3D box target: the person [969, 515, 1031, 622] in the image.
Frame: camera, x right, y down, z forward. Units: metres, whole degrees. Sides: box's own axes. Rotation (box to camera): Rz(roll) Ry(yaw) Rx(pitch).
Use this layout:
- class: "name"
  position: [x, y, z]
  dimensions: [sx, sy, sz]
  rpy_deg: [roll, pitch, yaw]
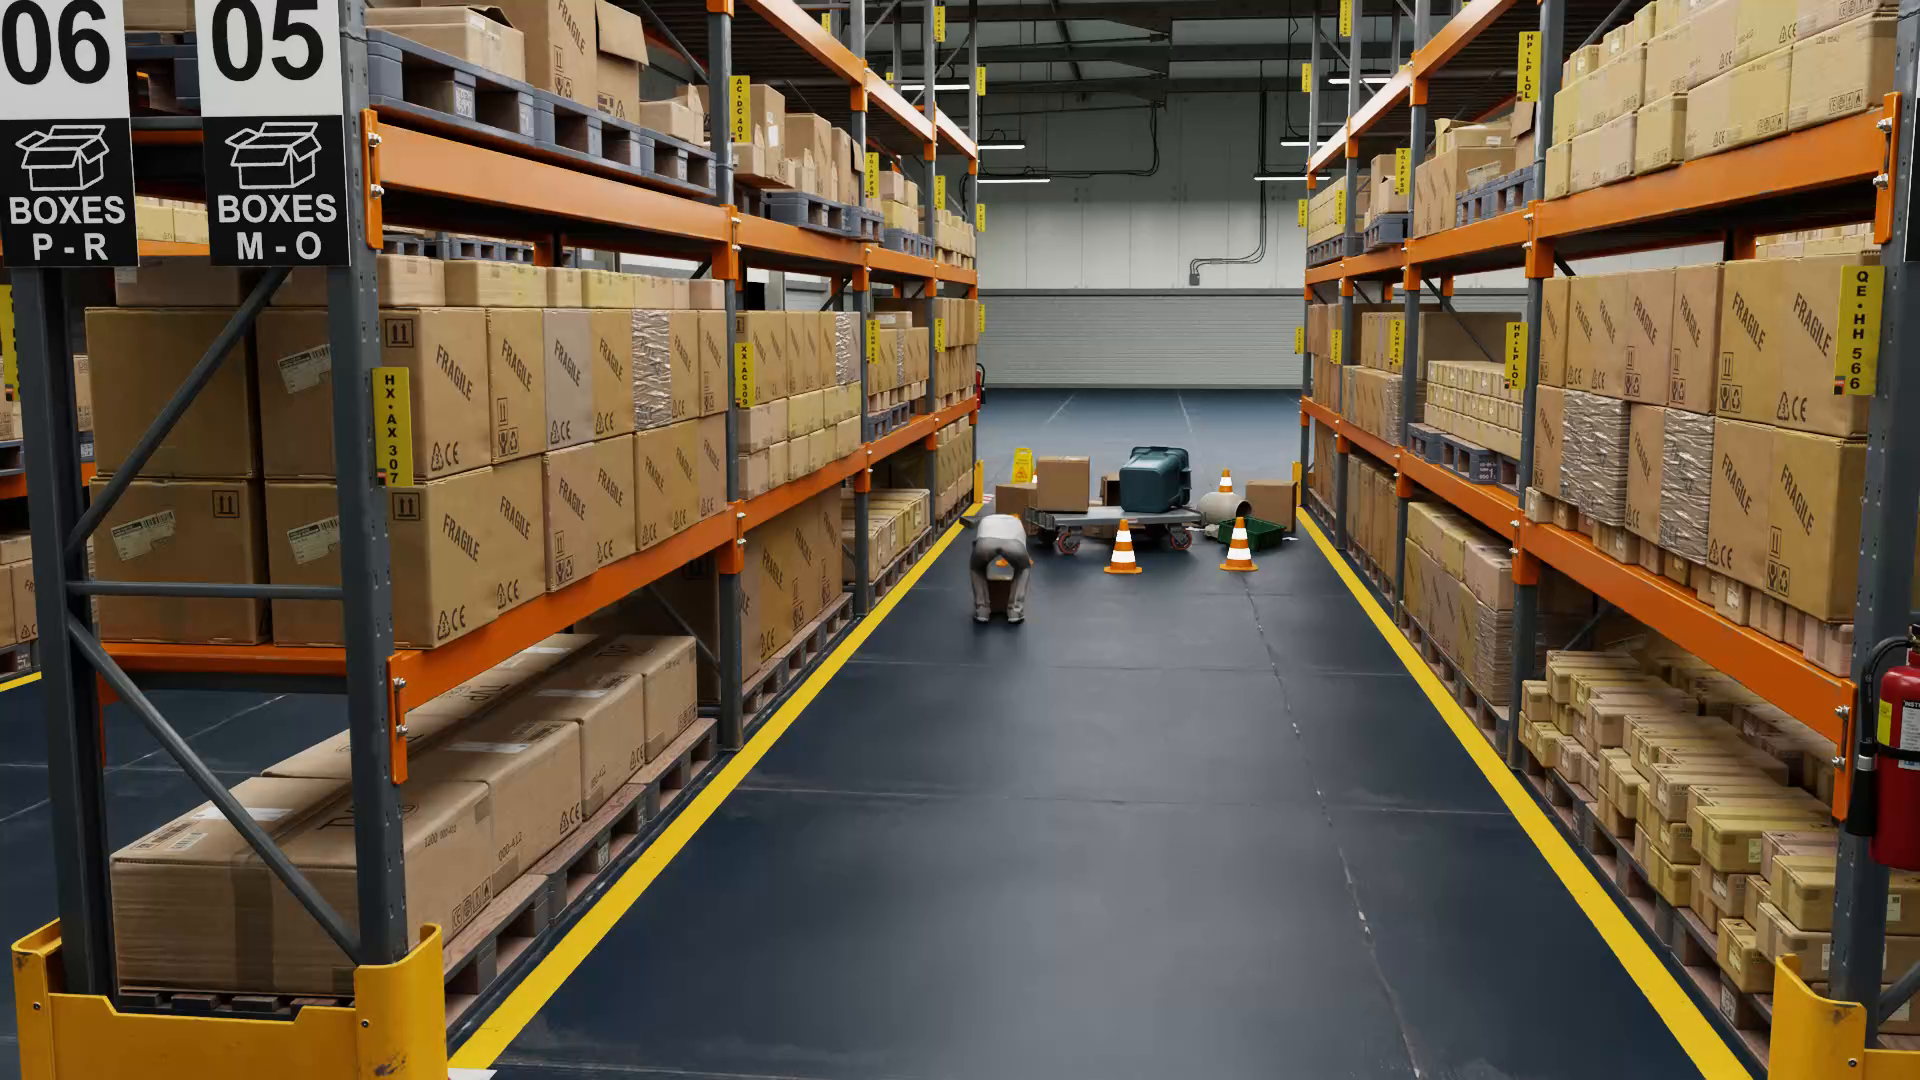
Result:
- class: "person"
  position: [0.302, 0.200, 12.602]
  dimensions: [0.469, 0.823, 0.897]
  rpy_deg: [1, 8, 4]
